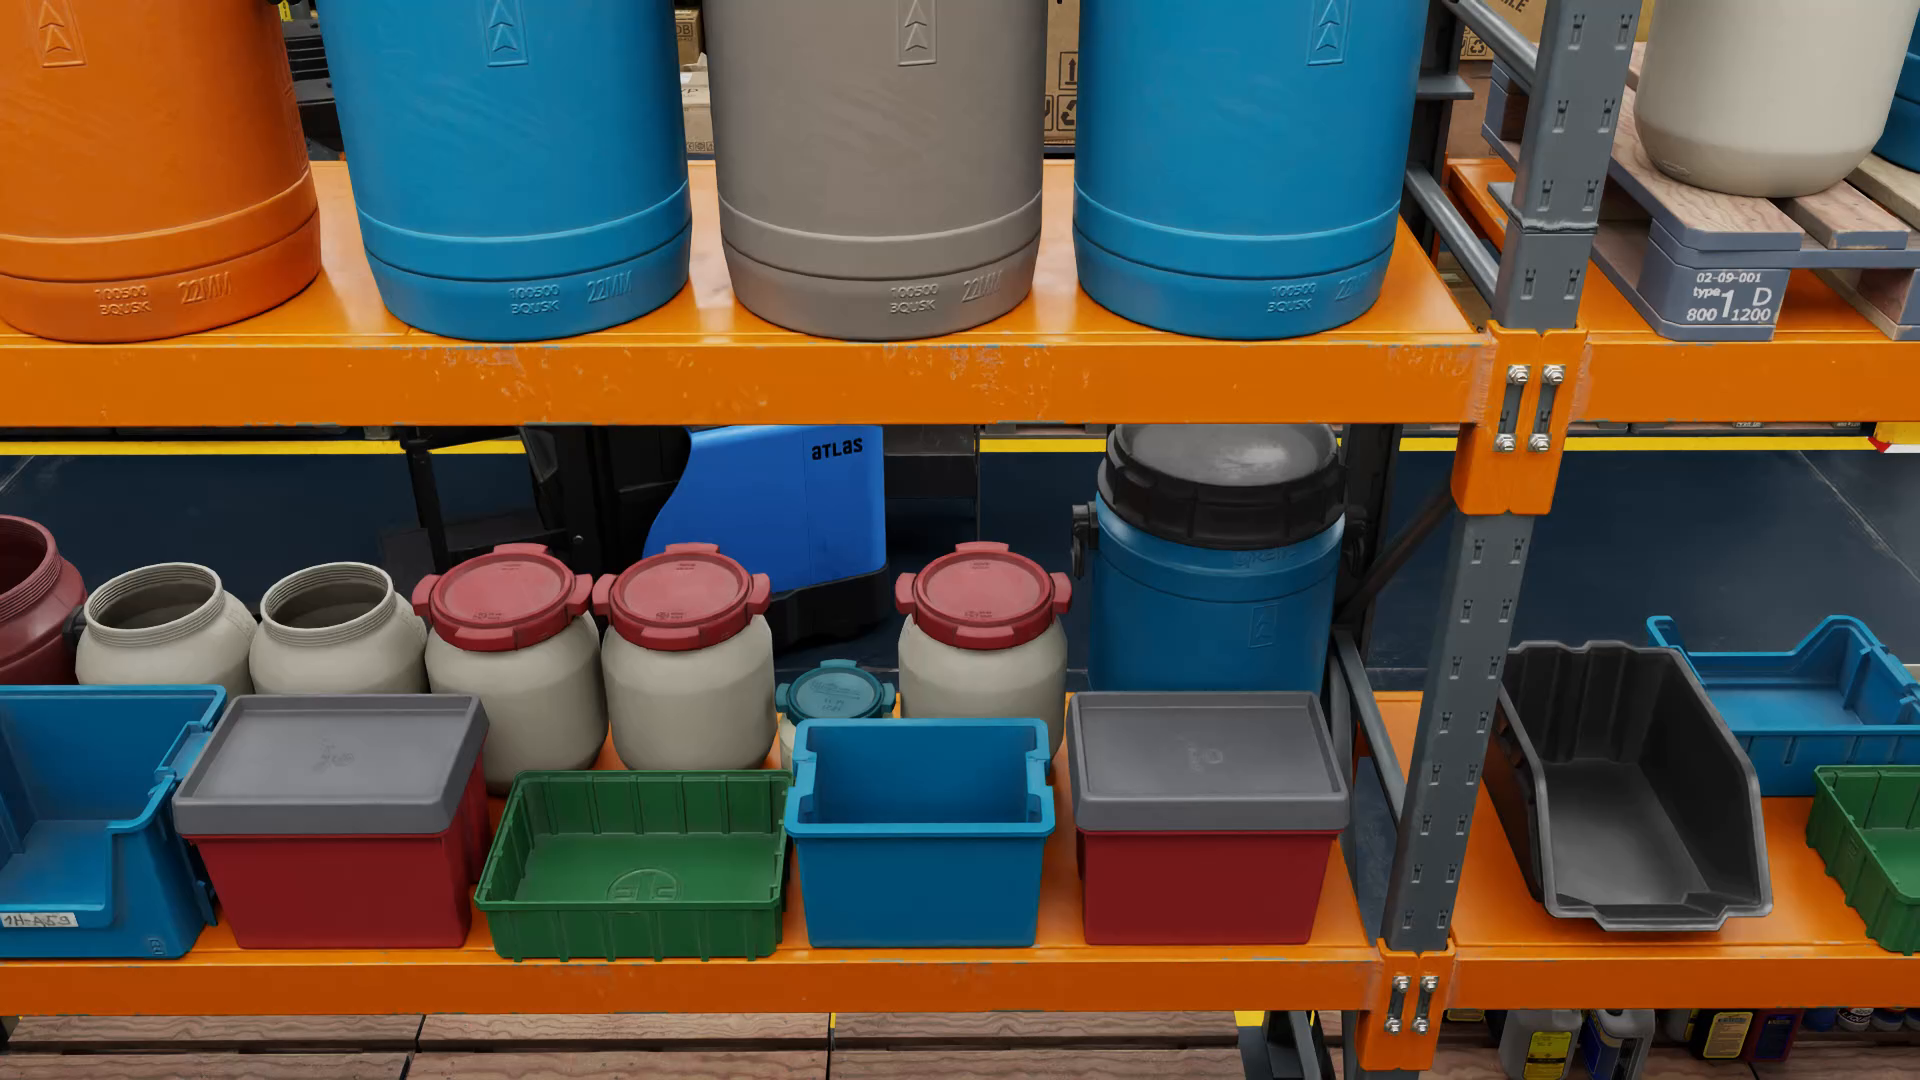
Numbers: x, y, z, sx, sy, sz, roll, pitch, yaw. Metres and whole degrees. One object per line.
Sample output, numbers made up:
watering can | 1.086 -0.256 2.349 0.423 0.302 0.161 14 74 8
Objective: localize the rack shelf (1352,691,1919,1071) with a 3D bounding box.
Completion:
rack shelf | 3.015 0.805 4.224 4.000 0.370 1.077 0 31 0

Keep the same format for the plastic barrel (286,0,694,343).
plastic barrel | -0.800 -0.874 2.924 0.708 0.901 0.600 0 31 0

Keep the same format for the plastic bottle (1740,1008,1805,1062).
plastic bottle | 2.336 1.381 4.777 0.133 0.283 0.061 0 31 0

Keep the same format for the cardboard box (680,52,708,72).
cardboard box | -1.349 -2.320 8.407 0.258 0.266 0.396 -1 31 -2

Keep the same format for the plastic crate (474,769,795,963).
plastic crate | -0.725 0.747 3.832 0.662 0.188 0.450 0 31 0

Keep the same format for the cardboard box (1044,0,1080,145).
cardboard box | 0.190 -2.571 8.113 1.000 1.000 1.000 0 31 0

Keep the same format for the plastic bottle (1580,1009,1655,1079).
plastic bottle | 1.875 1.405 4.744 0.135 0.276 0.152 0 31 0

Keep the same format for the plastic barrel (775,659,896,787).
plastic barrel | -0.309 0.488 4.188 0.301 0.262 0.301 0 31 0

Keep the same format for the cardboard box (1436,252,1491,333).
cardboard box | 2.579 -1.205 8.849 0.500 0.500 0.500 -3 31 -5

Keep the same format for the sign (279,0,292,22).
sign | -3.008 -2.260 7.466 0.005 0.325 0.100 0 31 0

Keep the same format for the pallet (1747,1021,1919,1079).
pallet | 2.910 1.710 4.727 1.213 0.211 1.003 0 31 0

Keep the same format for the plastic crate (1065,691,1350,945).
plastic crate | 0.533 0.637 3.747 0.583 0.464 0.402 0 31 0

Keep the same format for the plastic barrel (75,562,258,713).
plastic barrel | -1.957 0.355 4.166 0.421 0.512 0.421 0 31 0

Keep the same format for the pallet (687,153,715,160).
pallet | -1.035 -1.998 8.336 1.213 0.211 1.003 0 31 0

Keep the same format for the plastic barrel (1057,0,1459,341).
plastic barrel | 0.508 -0.879 2.931 0.708 0.901 0.600 0 31 0

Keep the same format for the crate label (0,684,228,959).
crate label | -1.990 0.639 3.772 0.616 0.435 0.502 0 31 0

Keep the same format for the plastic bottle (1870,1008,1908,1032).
plastic bottle | 2.757 1.315 4.897 0.097 0.271 0.097 0 31 0

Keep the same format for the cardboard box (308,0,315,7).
cardboard box | -5.160 -3.912 12.588 0.500 0.250 0.500 1 31 2

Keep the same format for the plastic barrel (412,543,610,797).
plastic barrel | -1.109 0.339 4.169 0.433 0.535 0.433 0 31 0

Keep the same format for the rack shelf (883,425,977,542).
rack shelf | -0.166 -0.287 7.575 0.480 0.518 0.431 0 31 0

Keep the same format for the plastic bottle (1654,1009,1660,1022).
plastic bottle | 2.012 1.303 4.905 0.133 0.283 0.061 2 31 3

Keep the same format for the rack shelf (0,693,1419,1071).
rack shelf | -0.985 0.818 4.204 4.000 0.370 1.077 0 31 0

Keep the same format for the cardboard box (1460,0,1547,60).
cardboard box | 2.437 -2.536 7.690 0.500 0.500 0.500 0 31 0

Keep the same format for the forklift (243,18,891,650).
forklift | -1.865 -0.824 6.282 3.031 2.935 1.130 -12 33 -19

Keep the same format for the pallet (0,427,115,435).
pallet | -5.020 -0.895 9.021 1.213 0.211 1.003 0 31 0

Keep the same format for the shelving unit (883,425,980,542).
shelving unit | -0.166 -0.897 7.205 0.503 2.100 0.431 0 31 0

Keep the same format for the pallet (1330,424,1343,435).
pallet | 1.657 -0.893 9.019 1.213 0.211 1.003 0 31 0

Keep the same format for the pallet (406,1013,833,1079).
pallet | -0.993 1.724 4.705 1.213 0.211 1.003 0 31 0

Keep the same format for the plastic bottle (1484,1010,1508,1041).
plastic bottle | 1.658 1.297 4.850 0.185 0.351 0.144 -1 31 -2

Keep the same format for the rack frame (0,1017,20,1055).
rack frame | -2.985 0.517 4.007 0.127 3.000 1.000 0 31 0

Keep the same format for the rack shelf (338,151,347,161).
rack shelf | -5.015 -1.739 8.418 4.000 0.370 1.077 0 31 0

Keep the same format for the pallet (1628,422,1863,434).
pallet | 4.097 -0.901 9.032 1.213 0.211 1.003 0 31 0

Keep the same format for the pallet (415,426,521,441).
pallet | -2.233 -0.862 8.967 1.213 0.211 1.003 0 31 0

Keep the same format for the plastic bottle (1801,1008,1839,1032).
plastic bottle | 2.555 1.316 4.895 0.097 0.271 0.097 0 31 0

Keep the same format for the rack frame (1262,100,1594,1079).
rack frame | 1.015 0.504 4.028 0.127 3.000 1.000 0 31 0

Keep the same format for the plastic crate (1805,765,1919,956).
plastic crate | 2.374 0.737 3.848 0.662 0.188 0.450 0 31 0

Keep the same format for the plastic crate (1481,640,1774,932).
plastic crate | 1.540 0.595 3.938 0.504 0.338 0.767 0 31 0

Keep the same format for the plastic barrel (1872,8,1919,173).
plastic barrel | 2.011 -1.120 2.924 0.708 0.901 0.600 0 31 0

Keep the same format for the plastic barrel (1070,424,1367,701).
plastic barrel | 0.627 0.134 4.154 0.708 0.901 0.600 0 31 0
